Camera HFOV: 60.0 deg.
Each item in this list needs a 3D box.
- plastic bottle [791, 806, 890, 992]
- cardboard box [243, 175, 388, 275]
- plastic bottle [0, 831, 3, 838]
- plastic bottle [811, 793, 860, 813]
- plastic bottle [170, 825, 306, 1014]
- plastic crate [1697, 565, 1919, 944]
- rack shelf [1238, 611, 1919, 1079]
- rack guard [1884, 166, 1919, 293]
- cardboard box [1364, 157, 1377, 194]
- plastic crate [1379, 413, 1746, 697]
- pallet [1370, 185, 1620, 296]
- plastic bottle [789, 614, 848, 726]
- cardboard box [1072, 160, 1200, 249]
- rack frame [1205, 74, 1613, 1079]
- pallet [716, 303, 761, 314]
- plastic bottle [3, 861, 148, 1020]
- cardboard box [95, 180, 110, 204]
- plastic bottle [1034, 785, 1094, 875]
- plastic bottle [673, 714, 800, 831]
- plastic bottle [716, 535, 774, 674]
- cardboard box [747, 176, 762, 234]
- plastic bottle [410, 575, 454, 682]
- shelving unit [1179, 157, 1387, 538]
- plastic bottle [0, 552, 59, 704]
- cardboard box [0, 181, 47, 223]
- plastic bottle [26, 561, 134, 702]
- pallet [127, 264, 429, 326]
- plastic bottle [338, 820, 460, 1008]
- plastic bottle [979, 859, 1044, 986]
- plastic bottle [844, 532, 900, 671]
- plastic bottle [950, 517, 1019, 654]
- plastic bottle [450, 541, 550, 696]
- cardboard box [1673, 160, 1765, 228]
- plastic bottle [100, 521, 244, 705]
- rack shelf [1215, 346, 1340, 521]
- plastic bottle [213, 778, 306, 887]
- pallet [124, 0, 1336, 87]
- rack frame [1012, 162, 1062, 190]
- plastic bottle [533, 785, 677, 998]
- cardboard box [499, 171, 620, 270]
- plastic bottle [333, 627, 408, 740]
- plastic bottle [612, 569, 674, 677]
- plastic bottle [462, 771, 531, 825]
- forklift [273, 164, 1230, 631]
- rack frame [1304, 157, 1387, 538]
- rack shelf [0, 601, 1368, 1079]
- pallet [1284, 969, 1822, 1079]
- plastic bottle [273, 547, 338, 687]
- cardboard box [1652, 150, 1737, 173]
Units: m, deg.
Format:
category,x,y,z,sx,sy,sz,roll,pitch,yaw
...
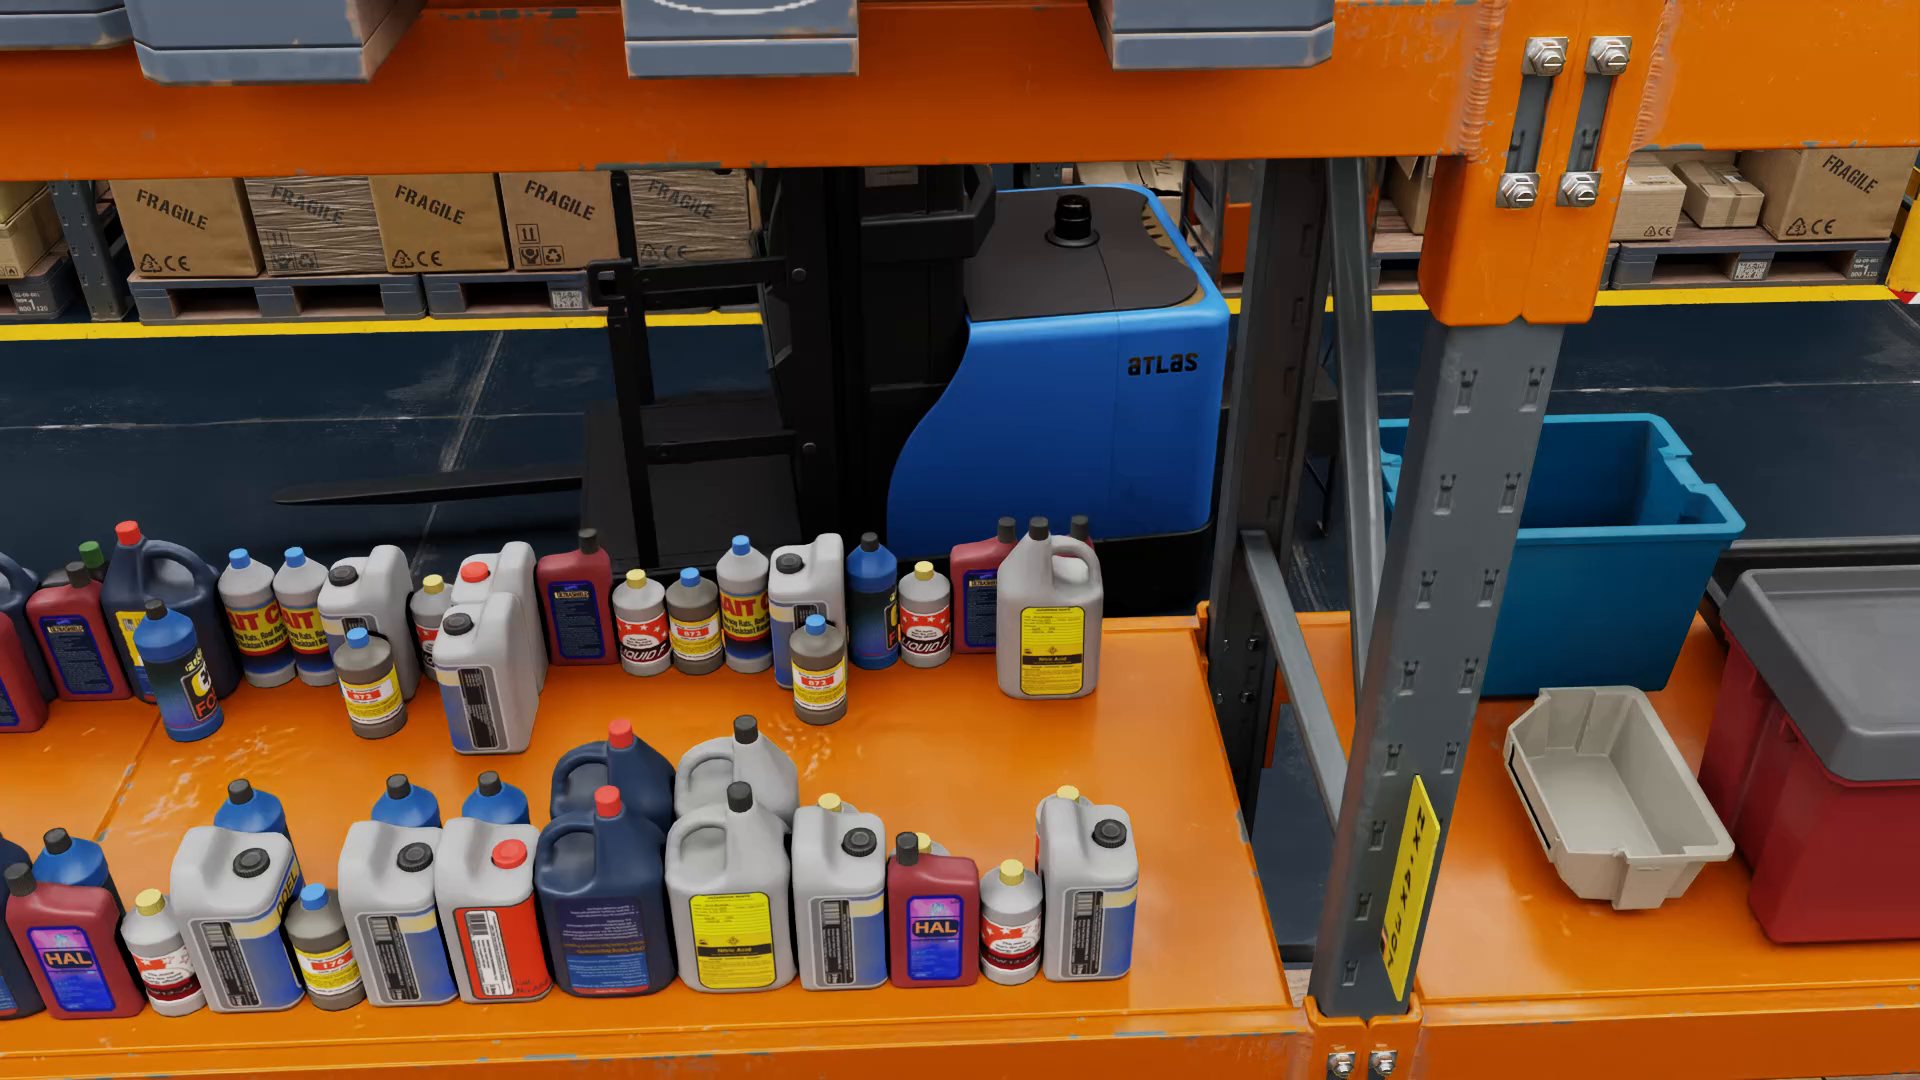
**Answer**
category,x,y,z,sx,sy,sz,roll,pitch,yaw
plastic bottle,-0.175,0.520,2.471,0.135,0.276,0.152,-2,35,-2
cardboard box,-2.667,-1.463,7.038,0.500,0.500,0.500,-3,35,-4
plastic bottle,-1.576,0.443,2.517,0.185,0.351,0.144,-2,35,-2
plastic bottle,-0.199,0.481,2.594,0.097,0.201,0.097,0,35,0
plastic bottle,-1.045,0.544,2.437,0.135,0.276,0.152,-2,35,-2
plastic crate,1.472,0.333,2.524,0.583,0.464,0.402,-2,35,-2
rack shelf,2.566,0.507,3.013,4.000,0.370,1.077,-2,35,-2
rack guard,4.257,-1.628,7.664,0.348,0.500,1.175,-2,35,-2
cardboard box,1.643,-1.823,7.724,0.500,0.311,0.500,-2,35,-2
plastic crate,1.019,0.041,3.017,0.575,0.384,0.392,-2,35,-2
pallet,2.245,-1.456,7.669,1.213,0.211,1.003,-2,35,-2
plastic bottle,-0.253,0.223,2.966,0.097,0.201,0.097,0,35,0
cardboard box,0.767,-1.514,7.278,0.500,0.311,0.500,-2,35,-2
rack frame,0.568,0.265,2.731,0.127,3.000,1.000,-2,35,-2
pallet,-0.473,-1.360,7.530,1.213,0.211,1.003,-2,35,-2
plastic bottle,-1.274,0.573,2.389,0.133,0.283,0.061,-2,35,-2
cardboard box,-4.195,-1.638,7.528,0.500,0.250,0.500,-2,35,-2
plastic bottle,0.166,0.471,2.608,0.097,0.201,0.097,0,35,0
plastic bottle,-0.341,0.414,2.559,0.185,0.351,0.144,-2,35,-2
plastic bottle,-0.395,0.111,3.066,0.097,0.271,0.097,0,35,0
cardboard box,-0.636,-1.519,7.119,0.500,0.500,0.500,-1,35,-2
plastic bottle,-0.954,0.155,3.064,0.097,0.201,0.097,0,35,0
shelving unit,0.997,-0.960,5.293,0.503,2.100,0.431,-5,35,-8
plastic bottle,-1.741,0.128,2.972,0.185,0.351,0.144,-2,35,-2
cardboard box,-4.169,-1.561,6.925,0.500,0.311,0.500,-1,35,-1
plastic bottle,-1.581,0.163,2.981,0.133,0.283,0.061,-2,35,-2
pallet,-2.910,-1.295,7.435,1.213,0.211,1.003,-2,35,-2
plastic bottle,-0.813,0.538,2.446,0.135,0.276,0.152,-2,35,-2
plastic bottle,0.076,0.560,2.480,0.097,0.201,0.097,0,35,0
plastic bottle,-0.163,0.105,3.075,0.097,0.271,0.097,0,35,0
plastic bottle,0.049,0.084,3.095,0.133,0.283,0.061,-2,35,-2
plastic bottle,-0.837,0.137,3.025,0.135,0.276,0.152,-2,35,-2
cardboard box,3.393,-1.560,7.471,0.250,0.166,0.380,-2,35,-2
plastic bottle,-1.423,0.120,2.984,0.185,0.351,0.144,-2,35,-2
rack shelf,0.997,-0.374,5.699,0.480,0.518,0.431,-5,35,-8
plastic bottle,-1.069,0.475,2.540,0.097,0.271,0.097,0,35,0
pallet,-0.210,-0.814,1.820,1.003,0.211,1.213,-2,35,-2
rack frame,0.338,-2.551,6.800,0.127,3.000,1.000,-2,35,-2
plastic bottle,-0.519,0.501,2.433,0.185,0.351,0.144,-2,35,-2
cardboard box,-1.645,-1.491,7.078,0.500,0.500,0.500,-3,35,-4
plastic bottle,-1.044,0.244,2.936,0.097,0.201,0.097,0,35,0
plastic bottle,-0.589,0.145,3.078,0.097,0.201,0.097,0,35,0
plastic bottle,-0.703,0.466,2.555,0.097,0.271,0.097,0,35,0
forklift,-0.753,-1.135,4.814,3.031,2.935,1.130,-5,35,-8
rack frame,1.237,-0.983,5.325,0.015,2.100,0.400,-5,35,-8
rack shelf,-1.429,0.615,2.858,4.000,0.370,1.077,-2,35,-2
pallet,1.301,1.370,3.585,1.213,0.211,1.003,-2,35,-2
plastic bottle,-1.186,0.133,3.035,0.097,0.271,0.097,0,35,0
cardboard box,3.277,-1.842,7.805,0.500,0.250,0.500,-2,35,-2
